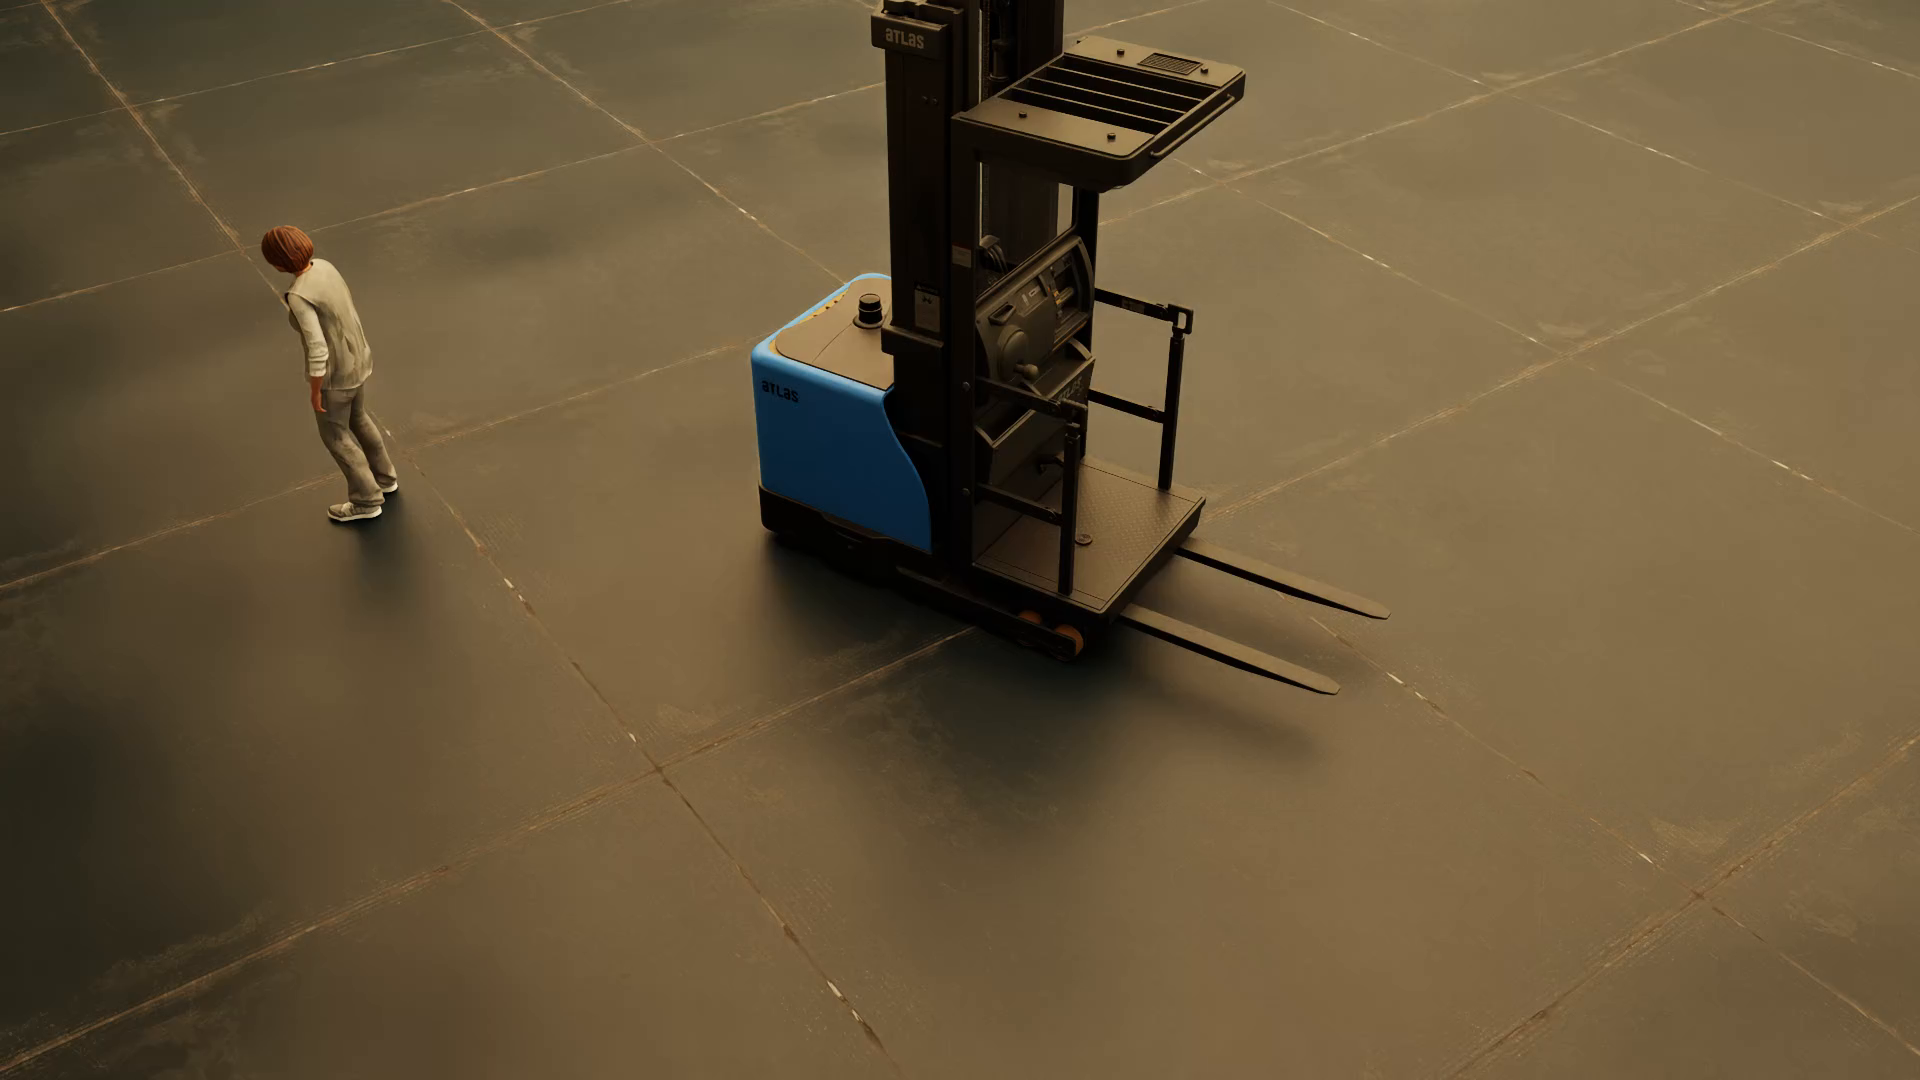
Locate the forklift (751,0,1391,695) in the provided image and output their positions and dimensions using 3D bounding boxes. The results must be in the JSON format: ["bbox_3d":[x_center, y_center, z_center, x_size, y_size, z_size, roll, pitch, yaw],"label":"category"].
[{"bbox_3d":[0.514,-0.985,7.276,3.031,2.935,1.130,21,41,26],"label":"forklift"}]

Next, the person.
[{"bbox_3d":[-3.073,-0.820,8.182,0.345,1.591,0.477,2,37,3],"label":"person"}]
